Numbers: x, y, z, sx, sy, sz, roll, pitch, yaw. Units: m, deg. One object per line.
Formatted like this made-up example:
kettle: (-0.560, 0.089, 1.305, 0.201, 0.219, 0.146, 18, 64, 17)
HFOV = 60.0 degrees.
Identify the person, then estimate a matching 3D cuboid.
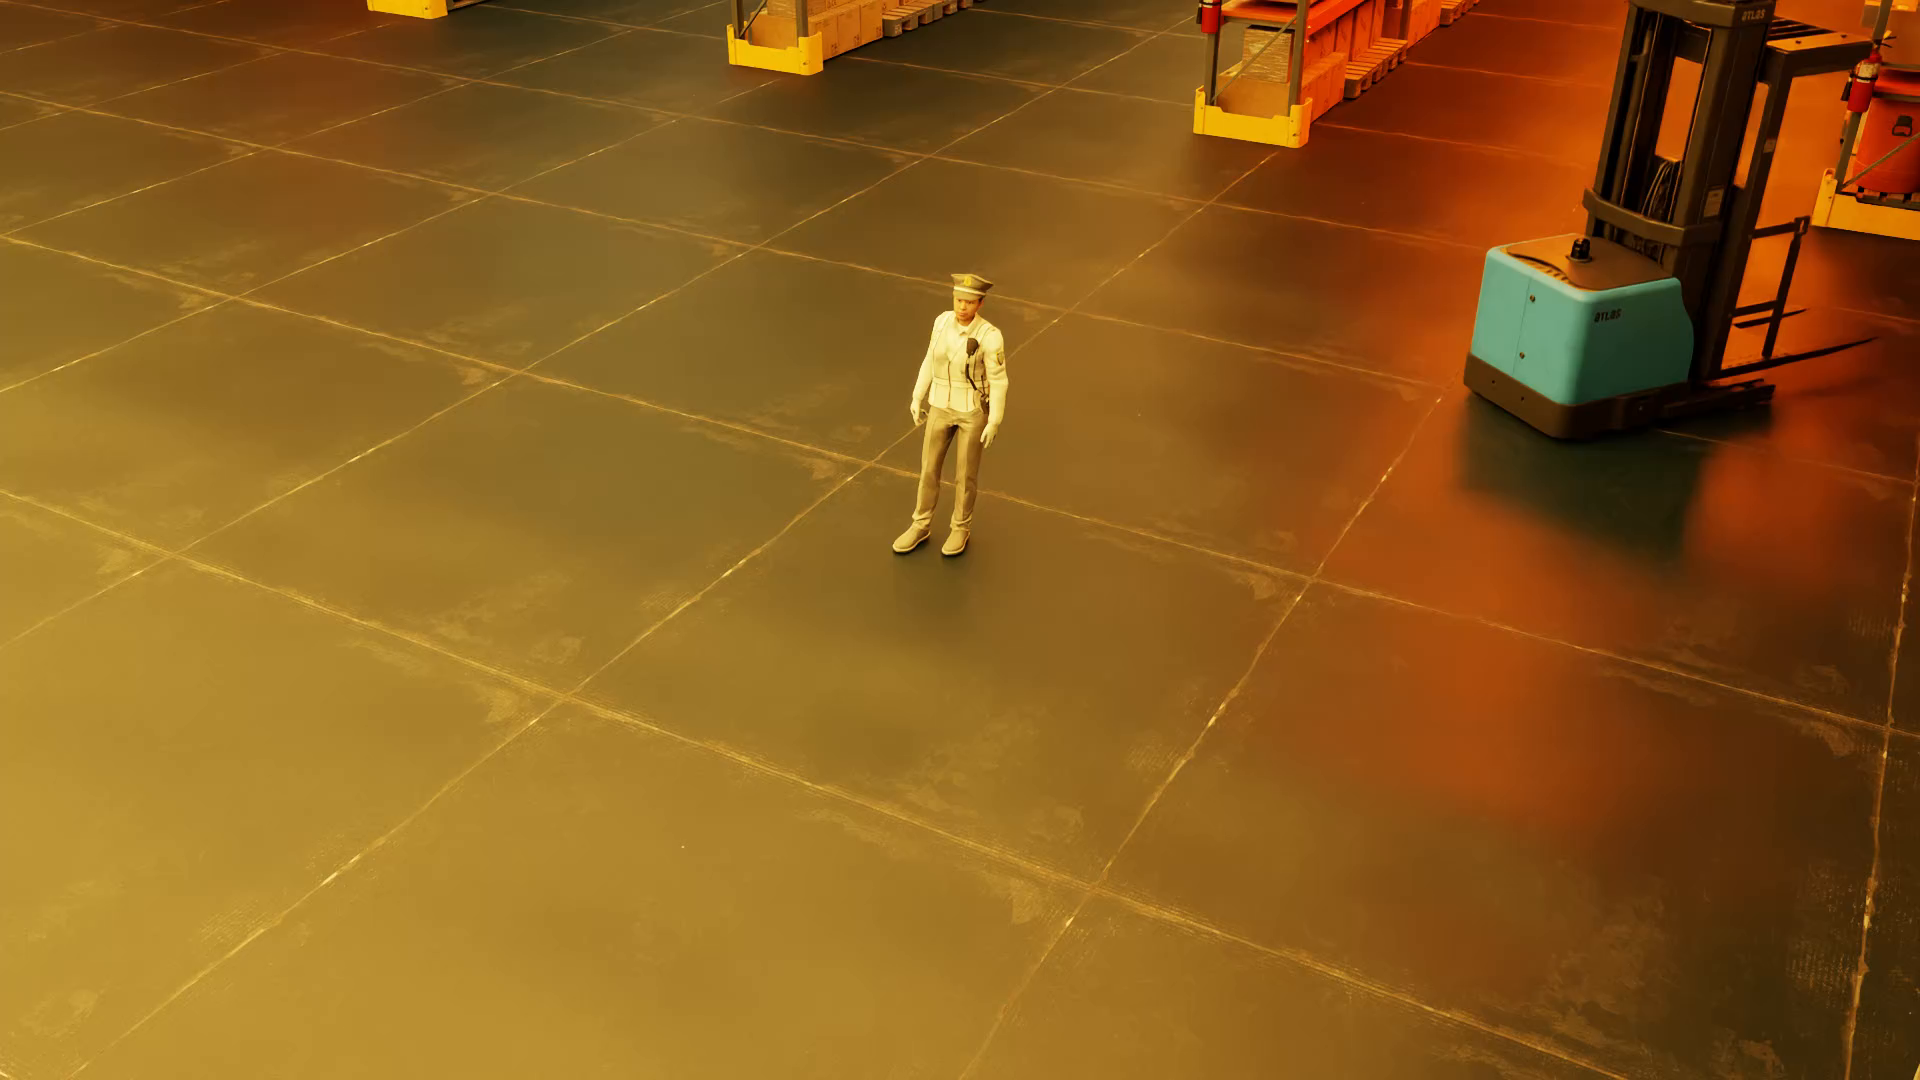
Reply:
person: (-0.039, -0.712, 9.526, 0.587, 1.695, 0.531, 15, 33, 25)

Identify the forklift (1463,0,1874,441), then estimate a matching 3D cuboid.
forklift: (5.130, -2.401, 11.232, 3.031, 2.935, 1.130, -12, 32, -20)
